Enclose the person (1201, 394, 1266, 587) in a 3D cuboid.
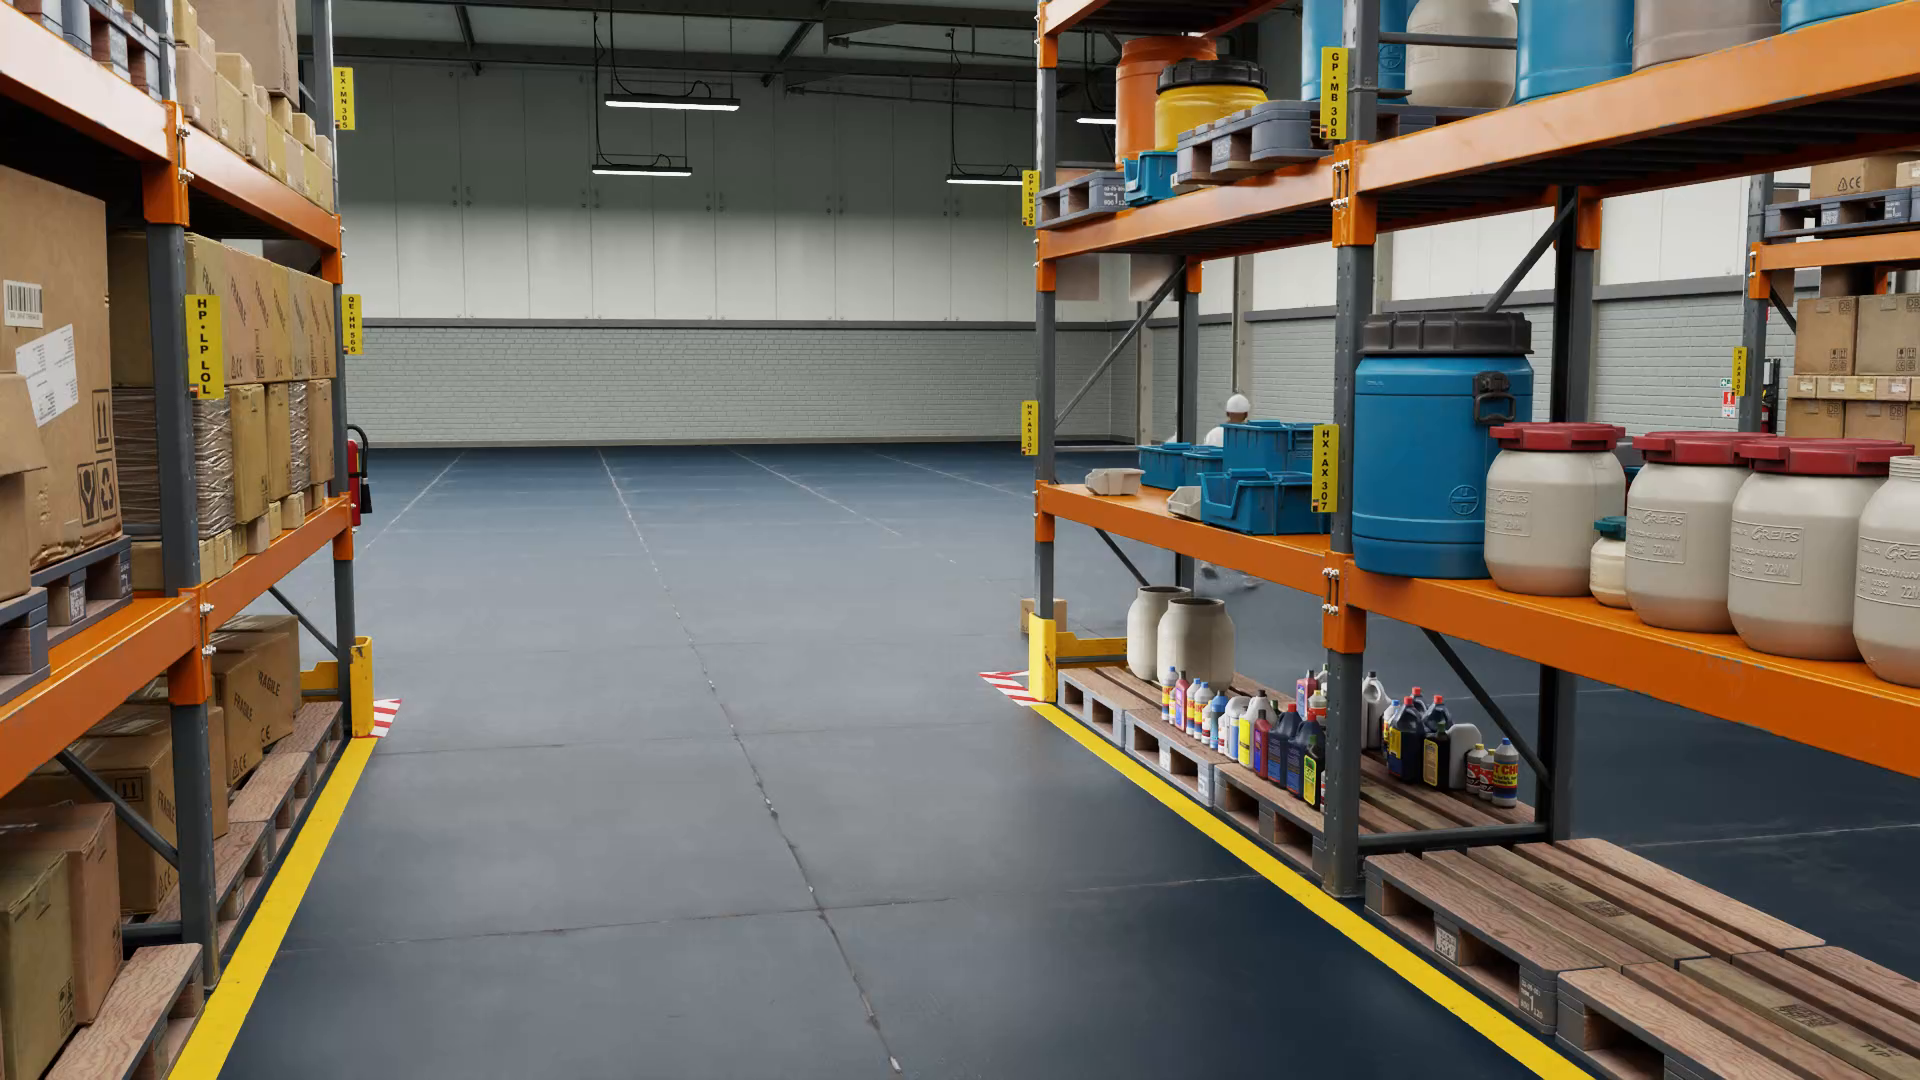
[{"bbox_3d":[2.455,-0.429,14.859,0.584,1.738,0.898,4,7,32],"label":"person"}]
